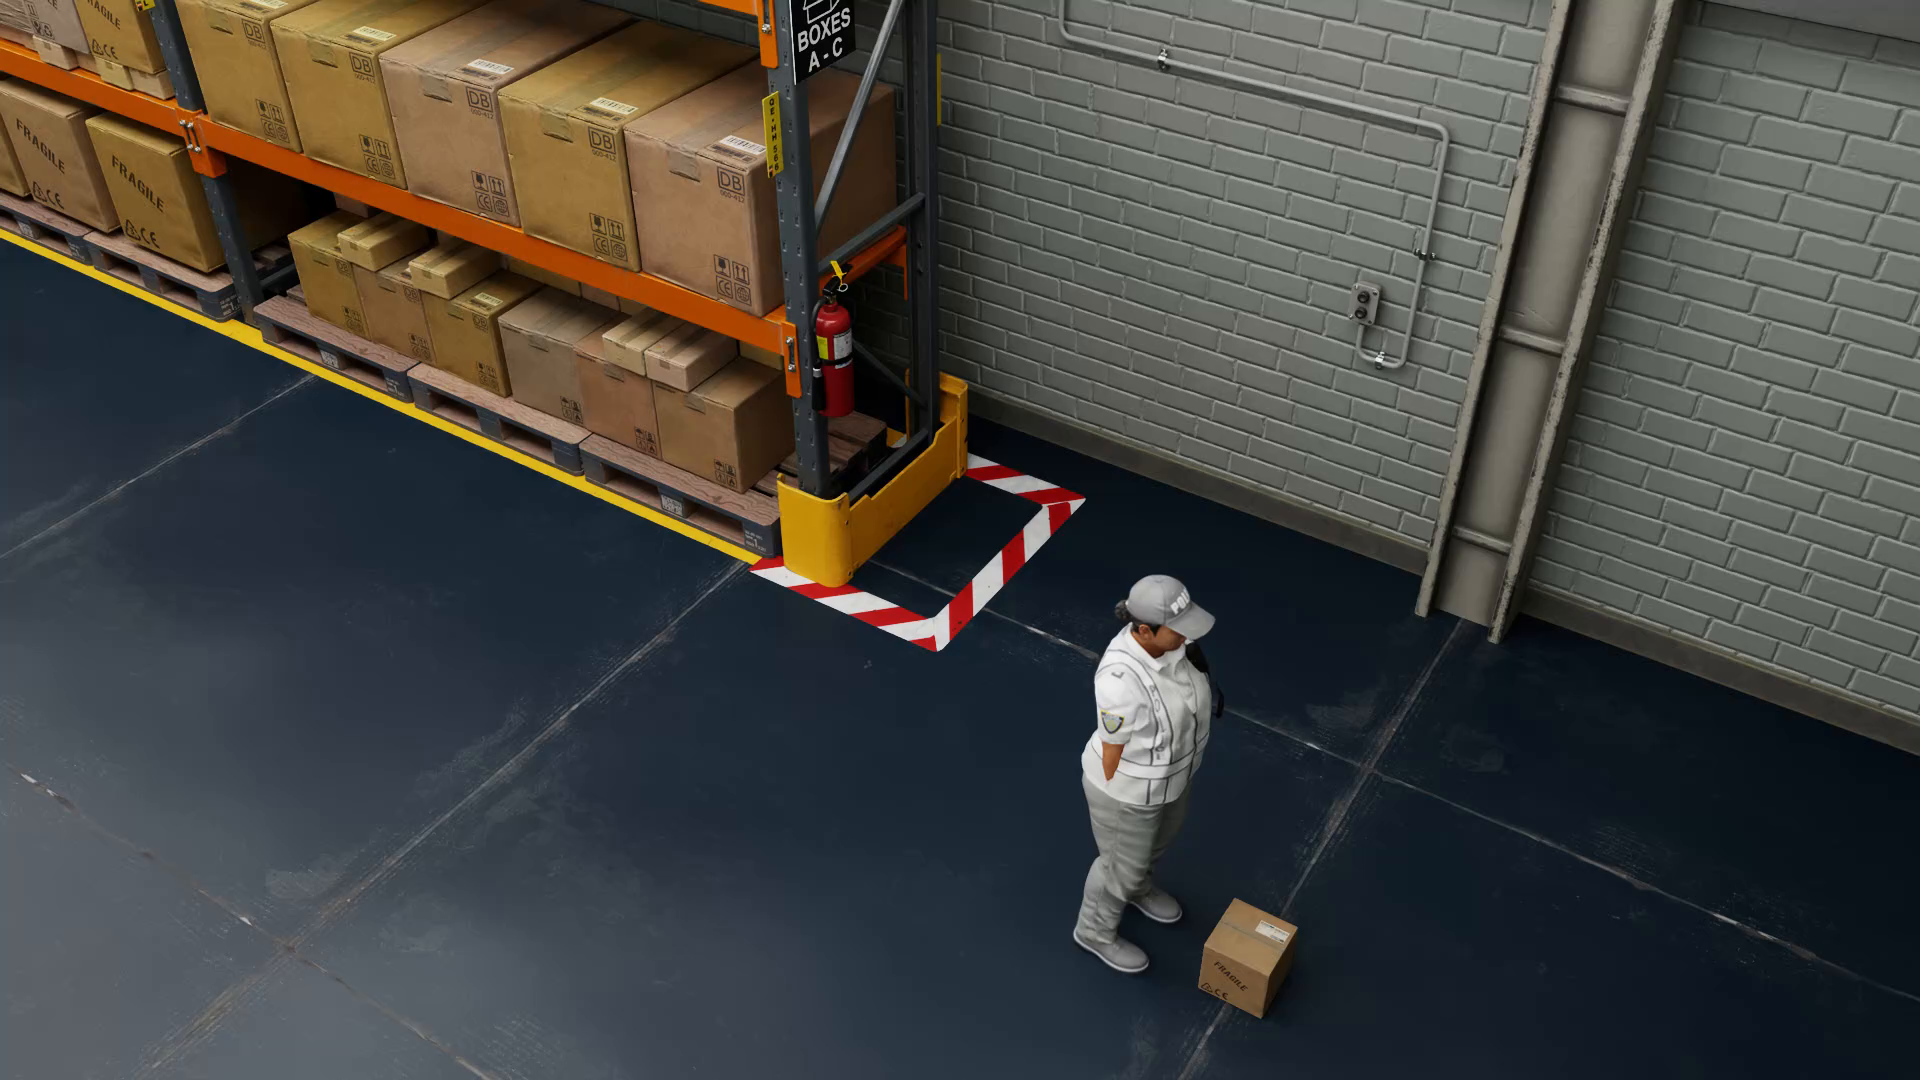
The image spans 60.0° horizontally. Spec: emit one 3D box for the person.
[{"bbox_3d":[0.641,0.784,5.704,0.391,1.661,0.467,23,44,26],"label":"person"}]
